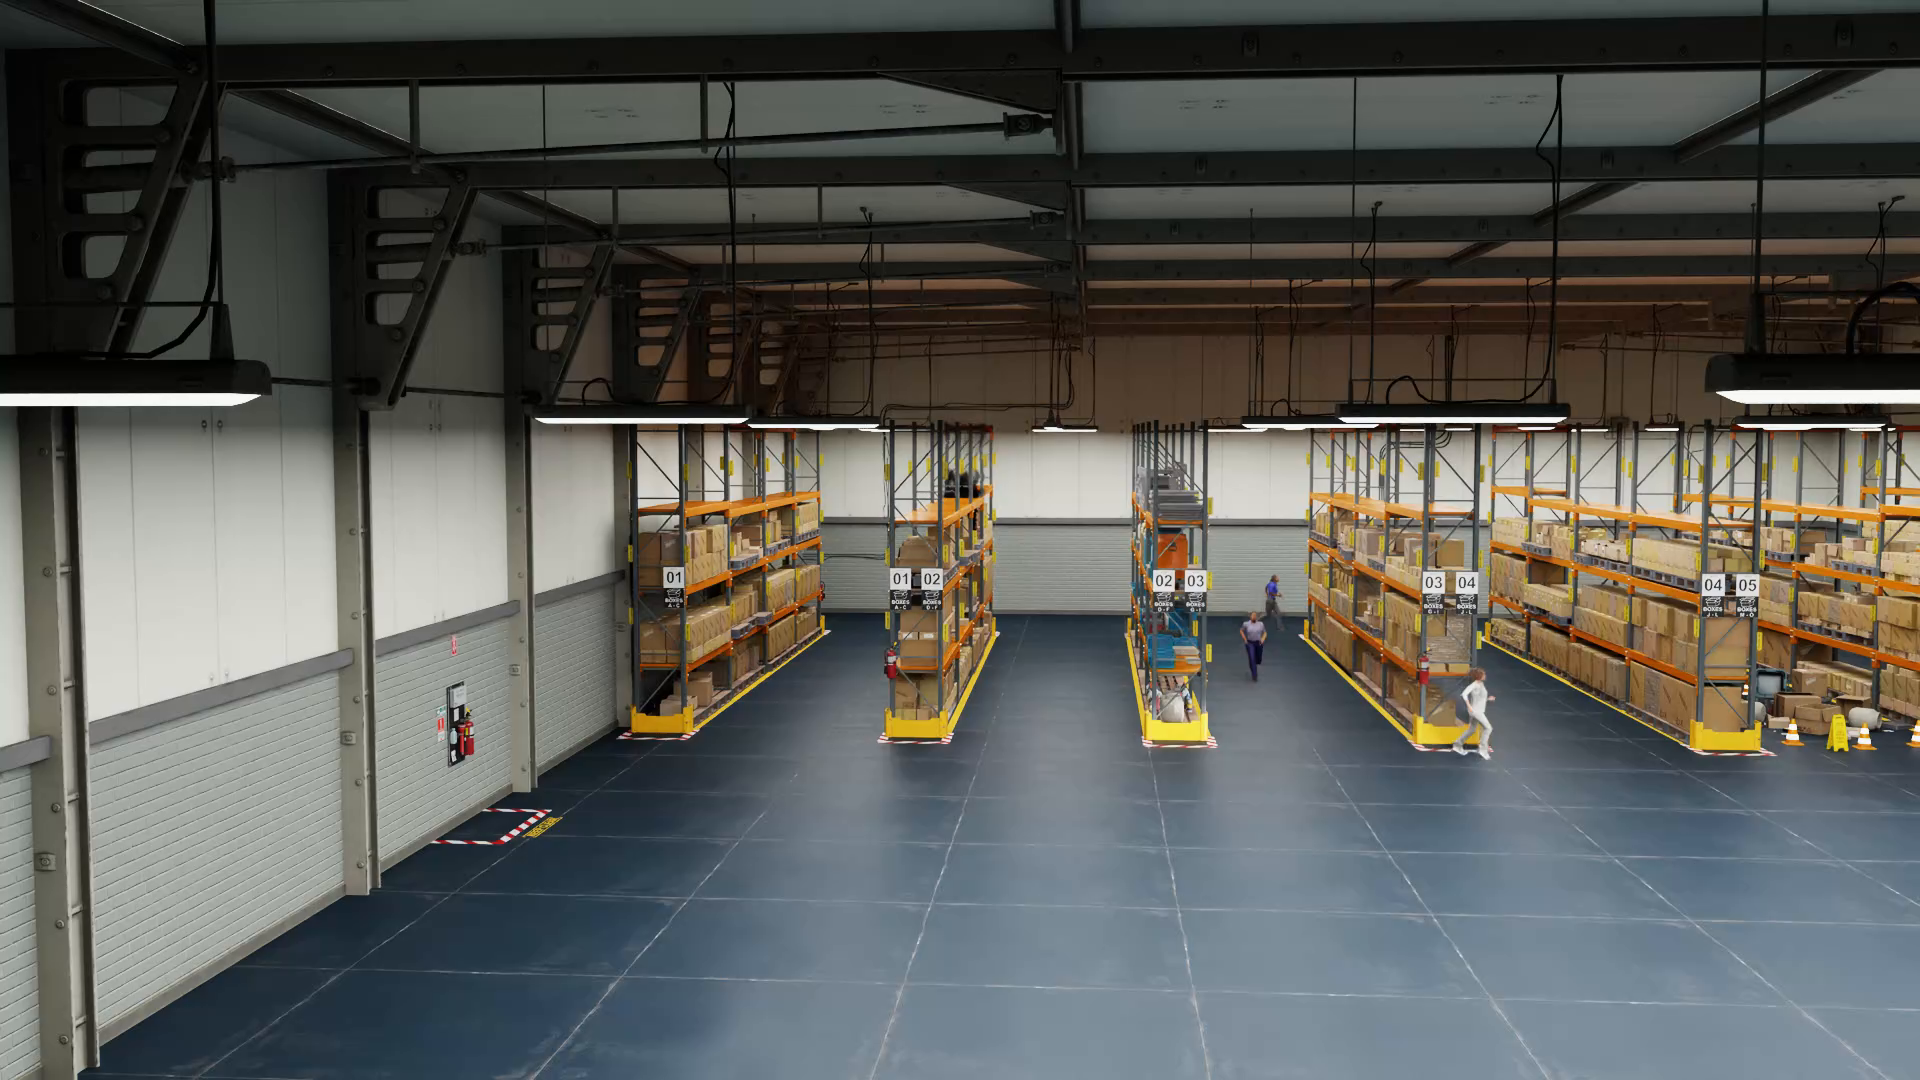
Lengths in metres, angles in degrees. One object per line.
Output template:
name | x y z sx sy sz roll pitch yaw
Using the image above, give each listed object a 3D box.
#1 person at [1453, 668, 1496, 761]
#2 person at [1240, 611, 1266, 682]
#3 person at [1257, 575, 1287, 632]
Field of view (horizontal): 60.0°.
person | 9.094 3.078 29.409 0.722 1.636 0.544 2 4 23
person | 6.876 2.483 38.922 0.588 1.637 0.979 -1 4 -8
person | 9.025 1.845 48.374 0.973 1.674 0.600 1 4 14
